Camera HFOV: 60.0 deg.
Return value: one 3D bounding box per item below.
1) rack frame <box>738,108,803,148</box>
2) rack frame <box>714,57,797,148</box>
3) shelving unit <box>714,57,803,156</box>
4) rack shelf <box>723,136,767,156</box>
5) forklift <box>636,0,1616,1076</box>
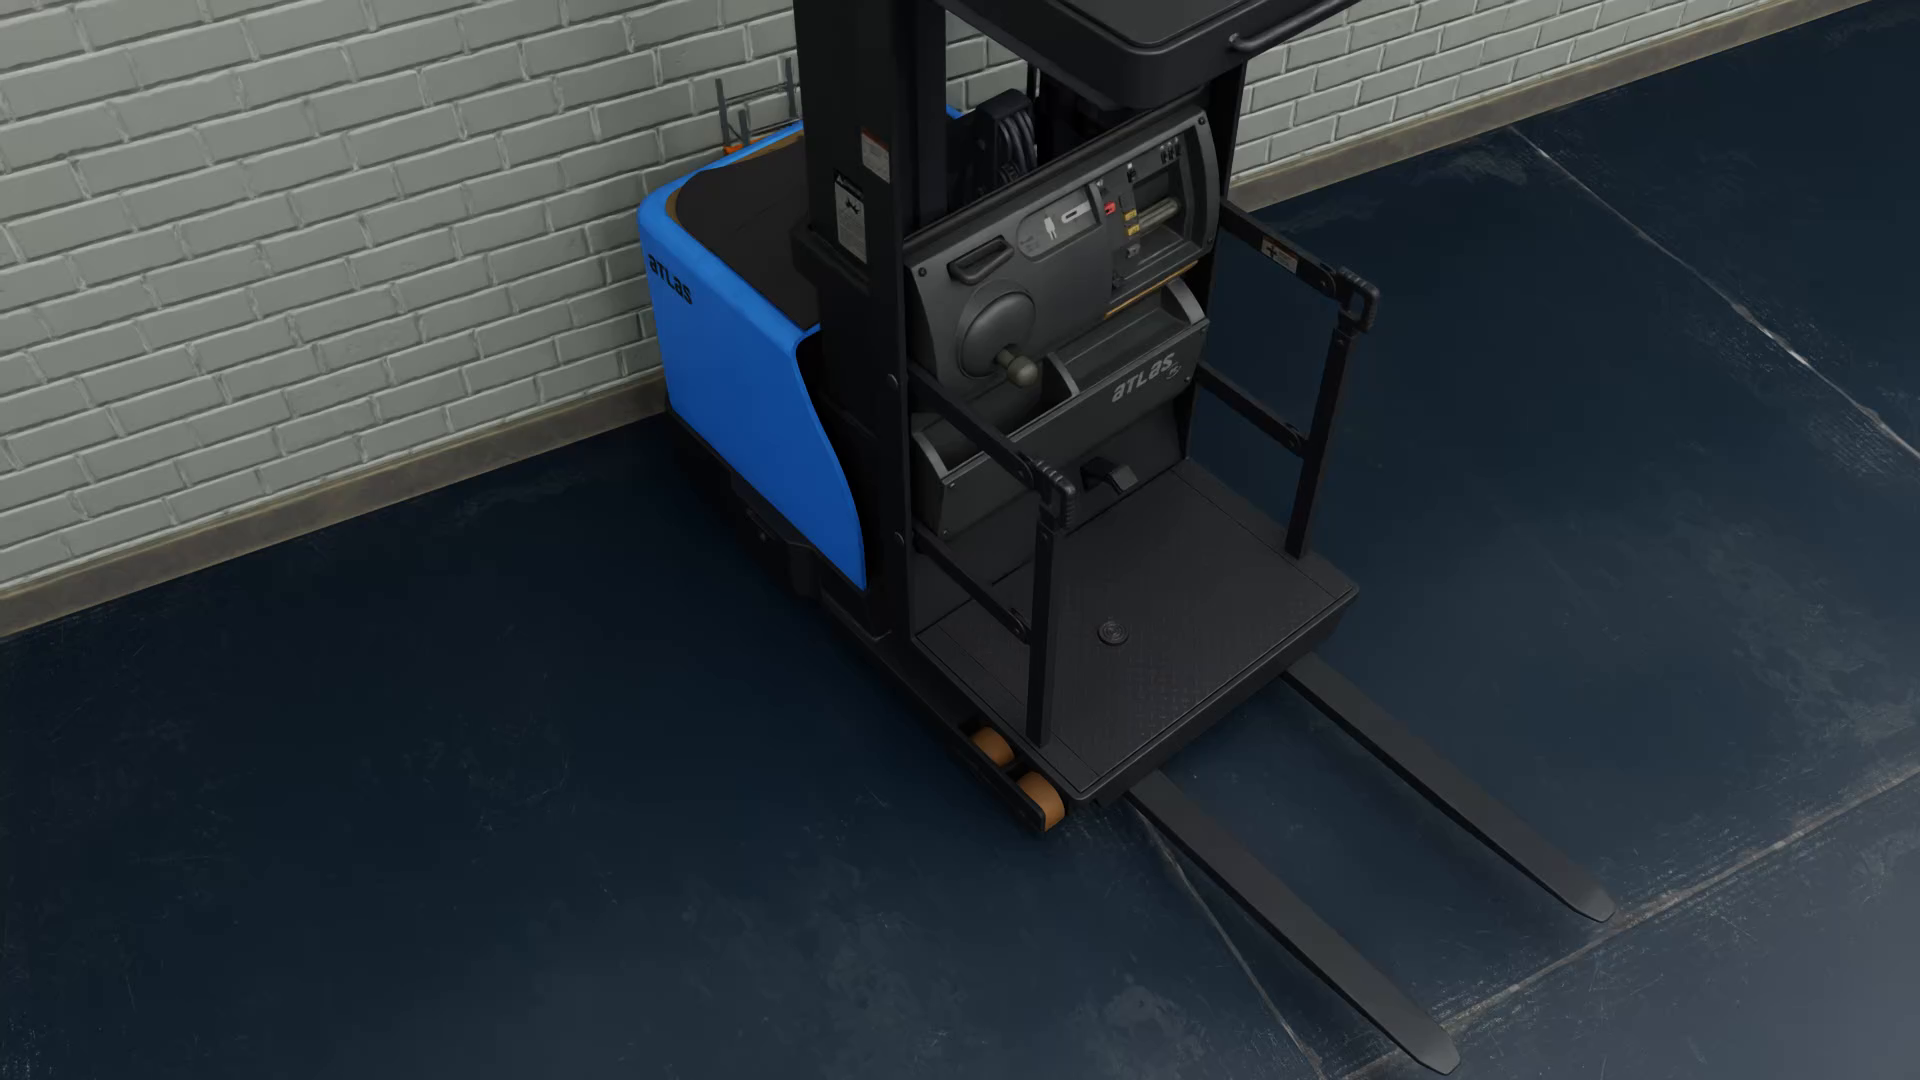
[{"bbox_3d":[-0.515,-0.871,5.232,0.240,1.200,0.006,-22,52,-17],"label":"rack frame"},{"bbox_3d":[-0.599,-0.992,5.341,0.240,1.200,0.006,-22,52,-17],"label":"rack frame"},{"bbox_3d":[-0.557,-0.932,5.287,0.258,1.200,0.189,-22,52,-17],"label":"shelving unit"},{"bbox_3d":[-0.563,-1.140,5.050,0.258,0.103,0.180,-22,52,-17],"label":"rack shelf"},{"bbox_3d":[0.407,-0.604,3.831,1.130,2.935,3.031,-33,56,-25],"label":"forklift"}]
